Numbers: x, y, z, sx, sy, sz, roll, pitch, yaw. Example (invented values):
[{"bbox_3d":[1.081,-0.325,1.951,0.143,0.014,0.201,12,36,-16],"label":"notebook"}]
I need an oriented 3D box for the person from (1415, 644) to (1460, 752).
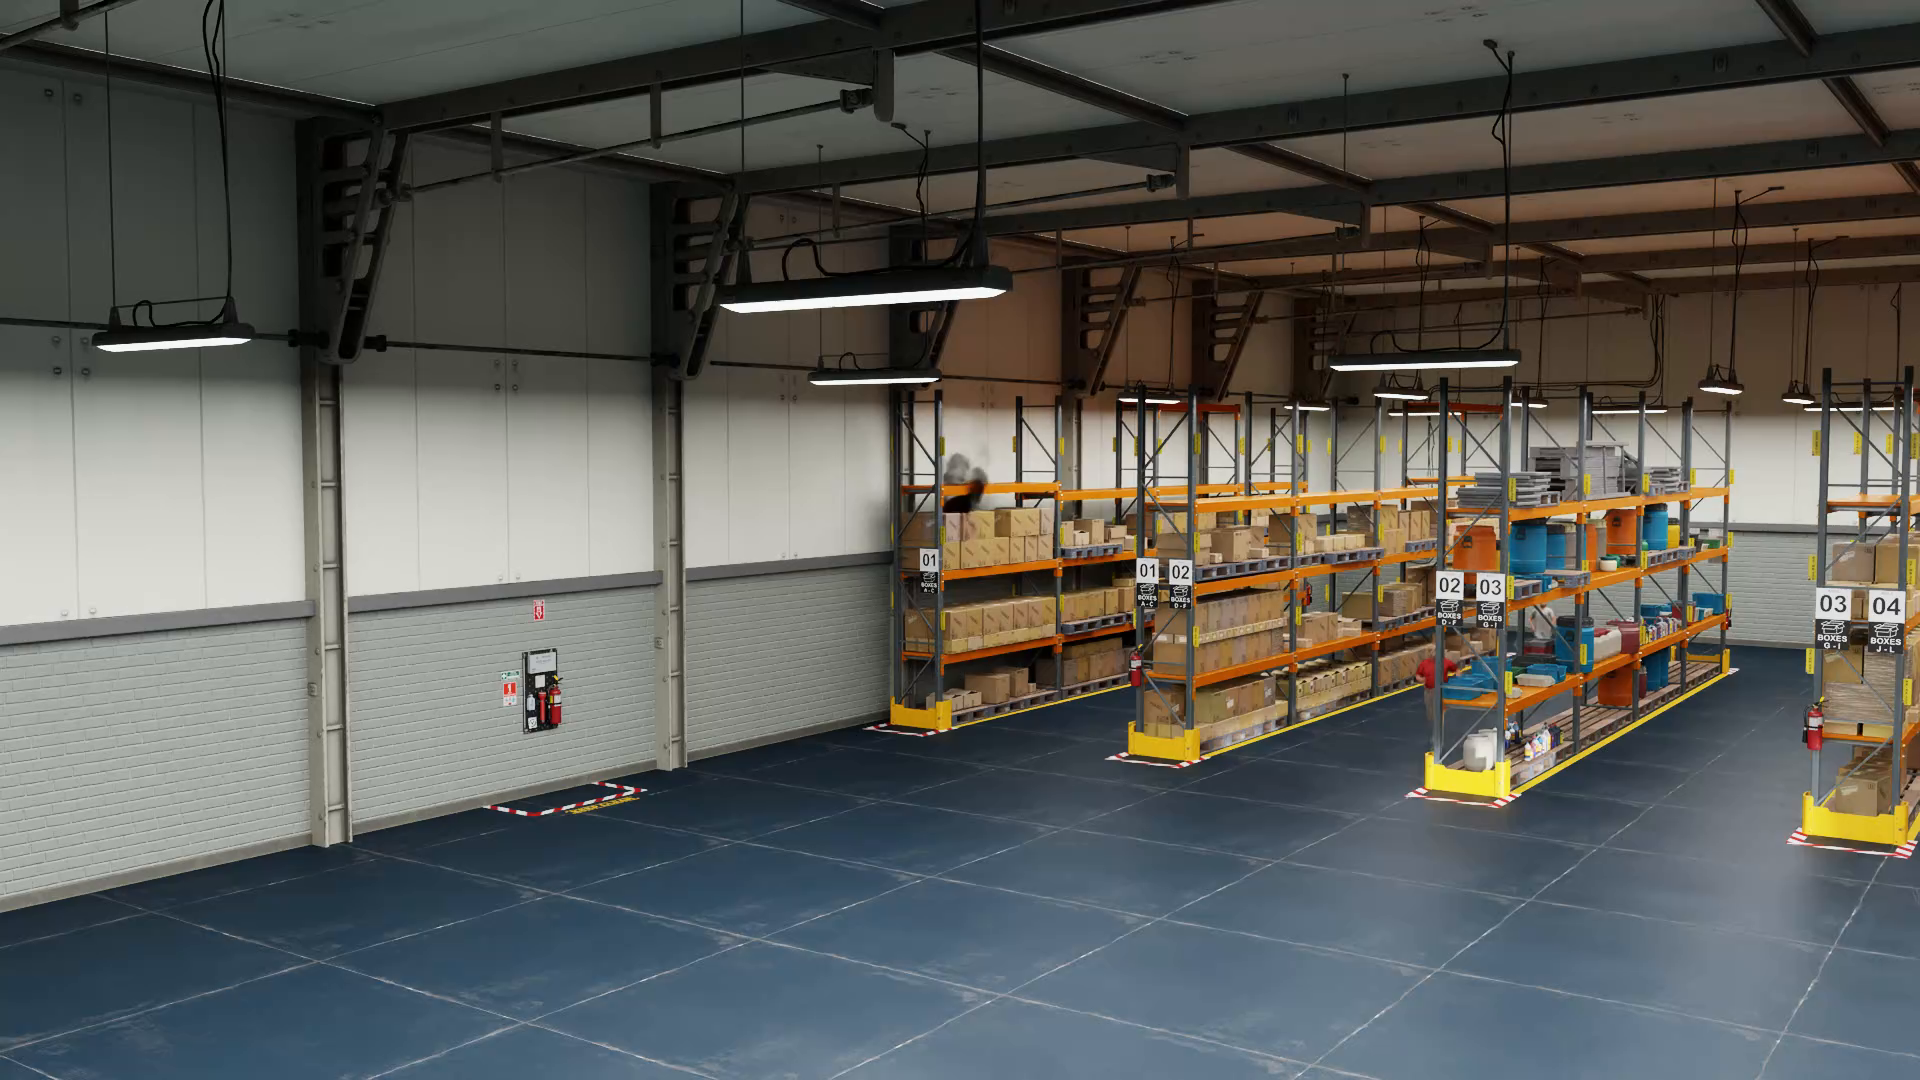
[{"bbox_3d":[7.893,2.597,27.500,0.671,1.769,0.963,2,4,35],"label":"person"}]

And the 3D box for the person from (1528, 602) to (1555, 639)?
[{"bbox_3d":[13.116,2.081,37.503,0.573,1.638,0.572,2,4,27],"label":"person"}]
